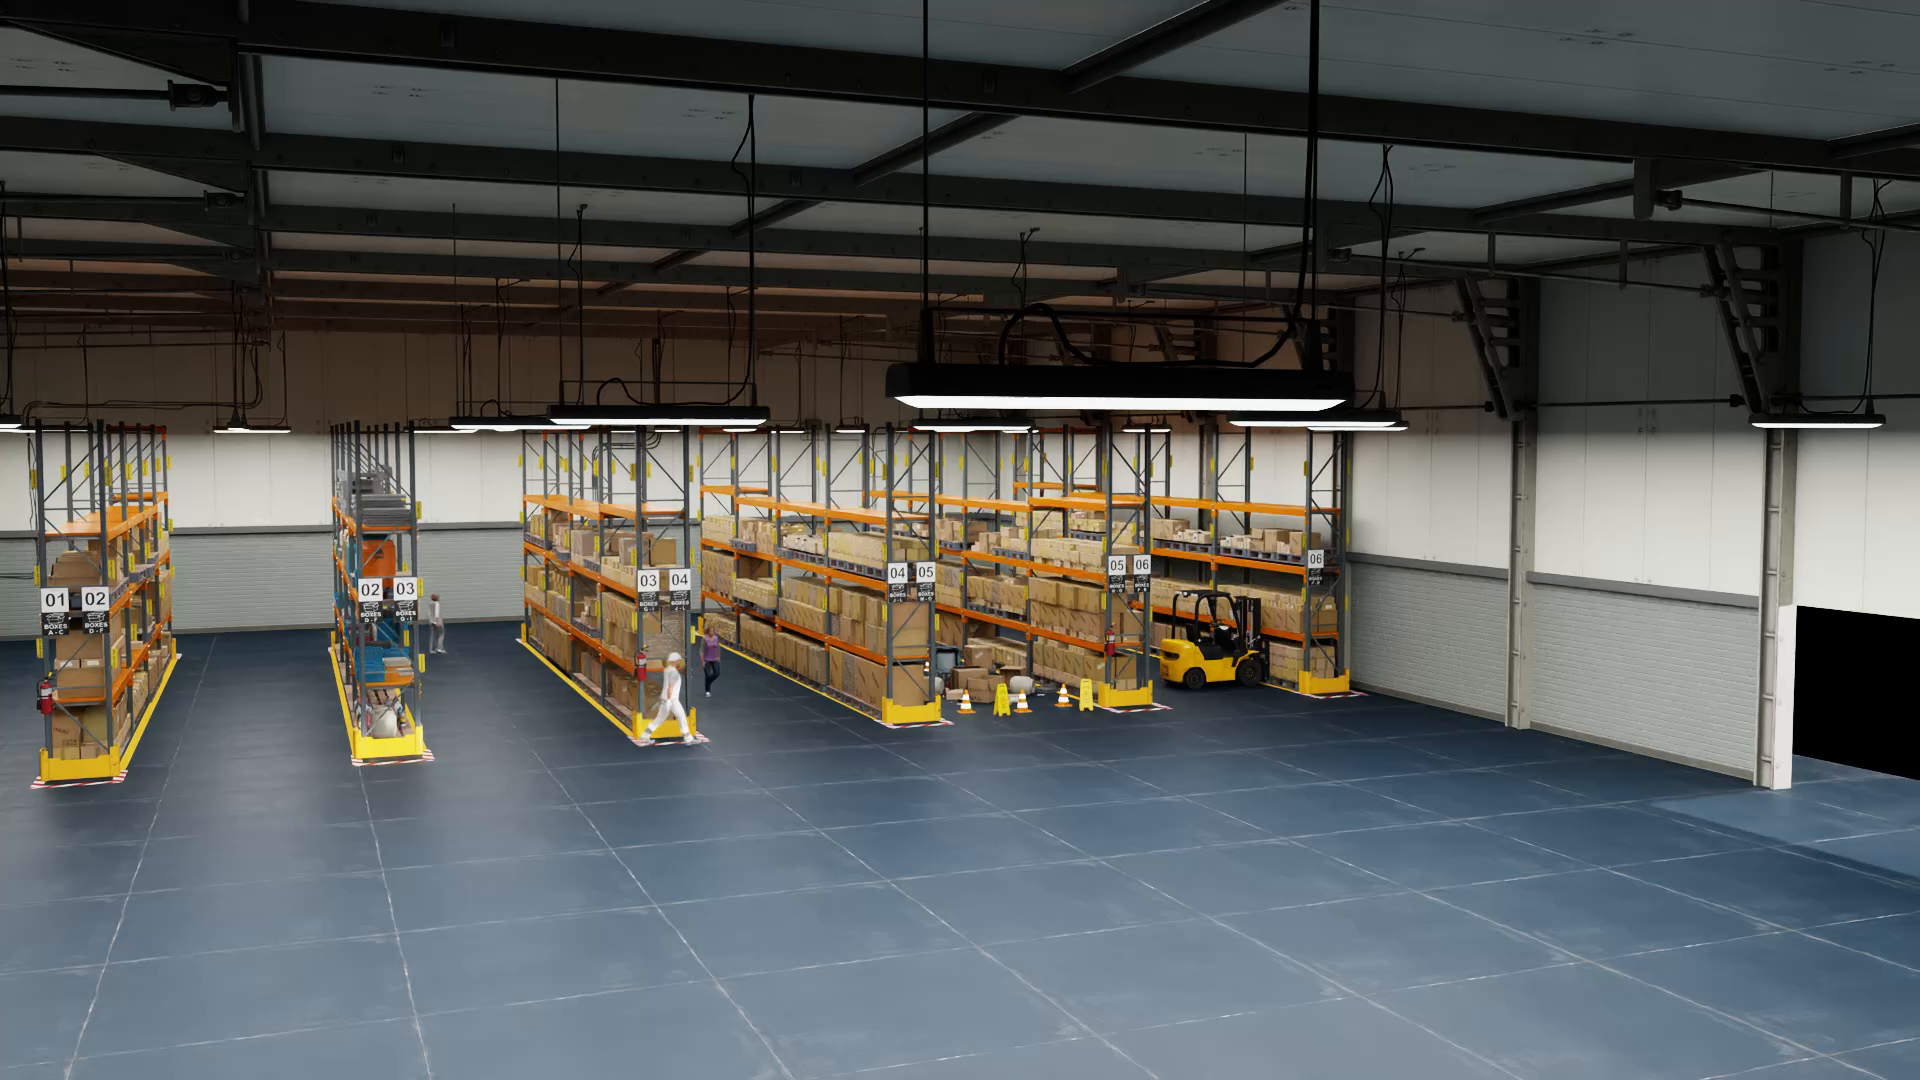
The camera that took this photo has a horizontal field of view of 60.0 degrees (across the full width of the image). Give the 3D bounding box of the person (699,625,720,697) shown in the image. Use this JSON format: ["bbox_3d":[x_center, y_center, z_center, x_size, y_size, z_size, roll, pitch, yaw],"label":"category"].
[{"bbox_3d":[-5.540,2.657,36.672,0.501,1.582,0.475,-2,4,-29],"label":"person"}]

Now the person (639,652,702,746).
[{"bbox_3d":[-5.334,2.936,30.620,1.130,1.732,0.570,-1,4,-16],"label":"person"}]

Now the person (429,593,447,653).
[{"bbox_3d":[-13.817,2.206,43.728,0.401,1.613,0.524,1,4,10],"label":"person"}]
